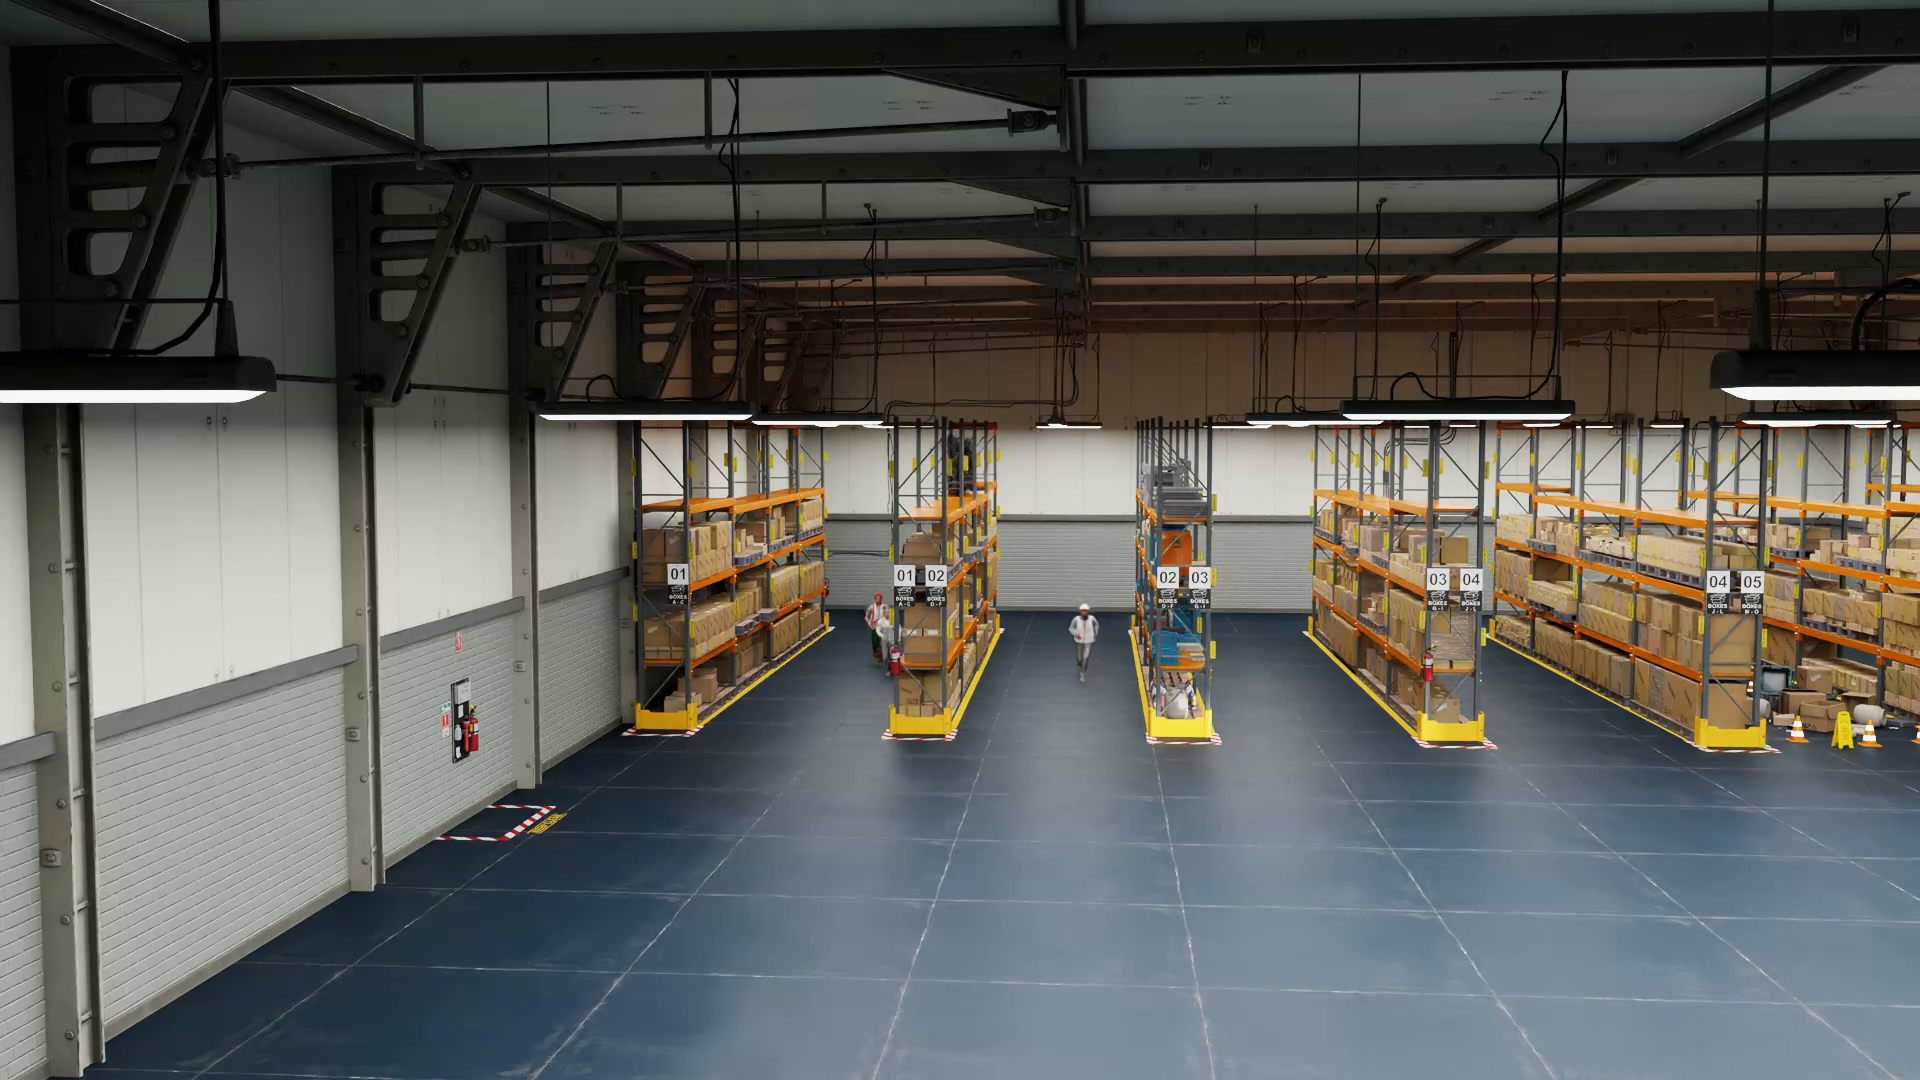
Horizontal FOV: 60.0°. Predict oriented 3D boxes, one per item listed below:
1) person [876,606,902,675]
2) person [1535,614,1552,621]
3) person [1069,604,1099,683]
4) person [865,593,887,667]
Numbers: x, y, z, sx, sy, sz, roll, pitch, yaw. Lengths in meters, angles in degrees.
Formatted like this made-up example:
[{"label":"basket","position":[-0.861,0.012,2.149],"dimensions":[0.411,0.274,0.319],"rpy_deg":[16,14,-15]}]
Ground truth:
[{"label":"person","position":[-1.674,2.358,38.849],"dimensions":[0.592,1.641,0.633],"rpy_deg":[0,4,5]},{"label":"person","position":[16.664,1.734,47.665],"dimensions":[0.933,1.740,0.645],"rpy_deg":[0,4,-4]},{"label":"person","position":[2.857,2.344,38.344],"dimensions":[0.682,1.768,0.971],"rpy_deg":[0,4,3]},{"label":"person","position":[-1.992,2.182,40.809],"dimensions":[0.657,1.771,0.863],"rpy_deg":[0,4,-6]}]
